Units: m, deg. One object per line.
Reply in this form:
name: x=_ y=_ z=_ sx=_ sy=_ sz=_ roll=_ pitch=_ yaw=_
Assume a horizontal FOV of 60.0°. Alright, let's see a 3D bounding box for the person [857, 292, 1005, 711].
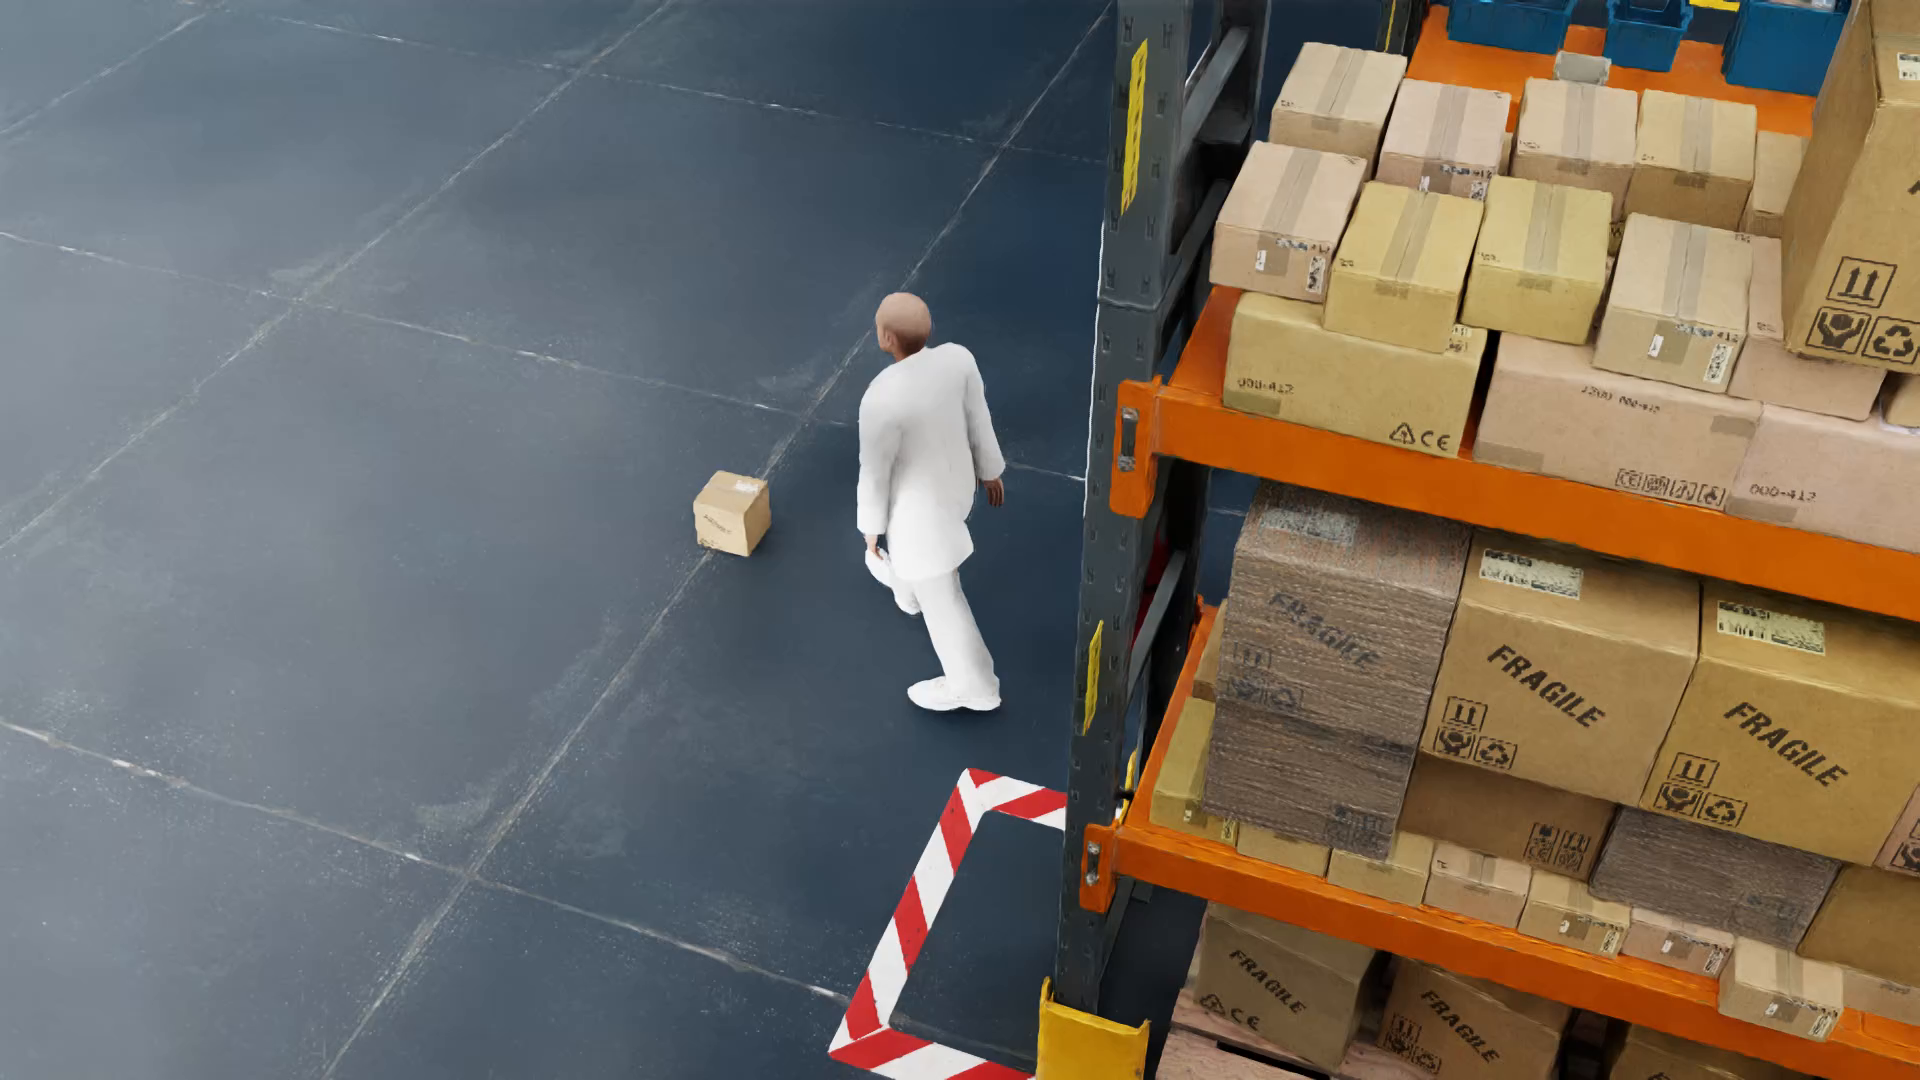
person: x=-0.179 y=-0.204 z=6.404 sx=0.973 sy=1.738 sz=0.630 roll=29 pitch=49 yaw=29
